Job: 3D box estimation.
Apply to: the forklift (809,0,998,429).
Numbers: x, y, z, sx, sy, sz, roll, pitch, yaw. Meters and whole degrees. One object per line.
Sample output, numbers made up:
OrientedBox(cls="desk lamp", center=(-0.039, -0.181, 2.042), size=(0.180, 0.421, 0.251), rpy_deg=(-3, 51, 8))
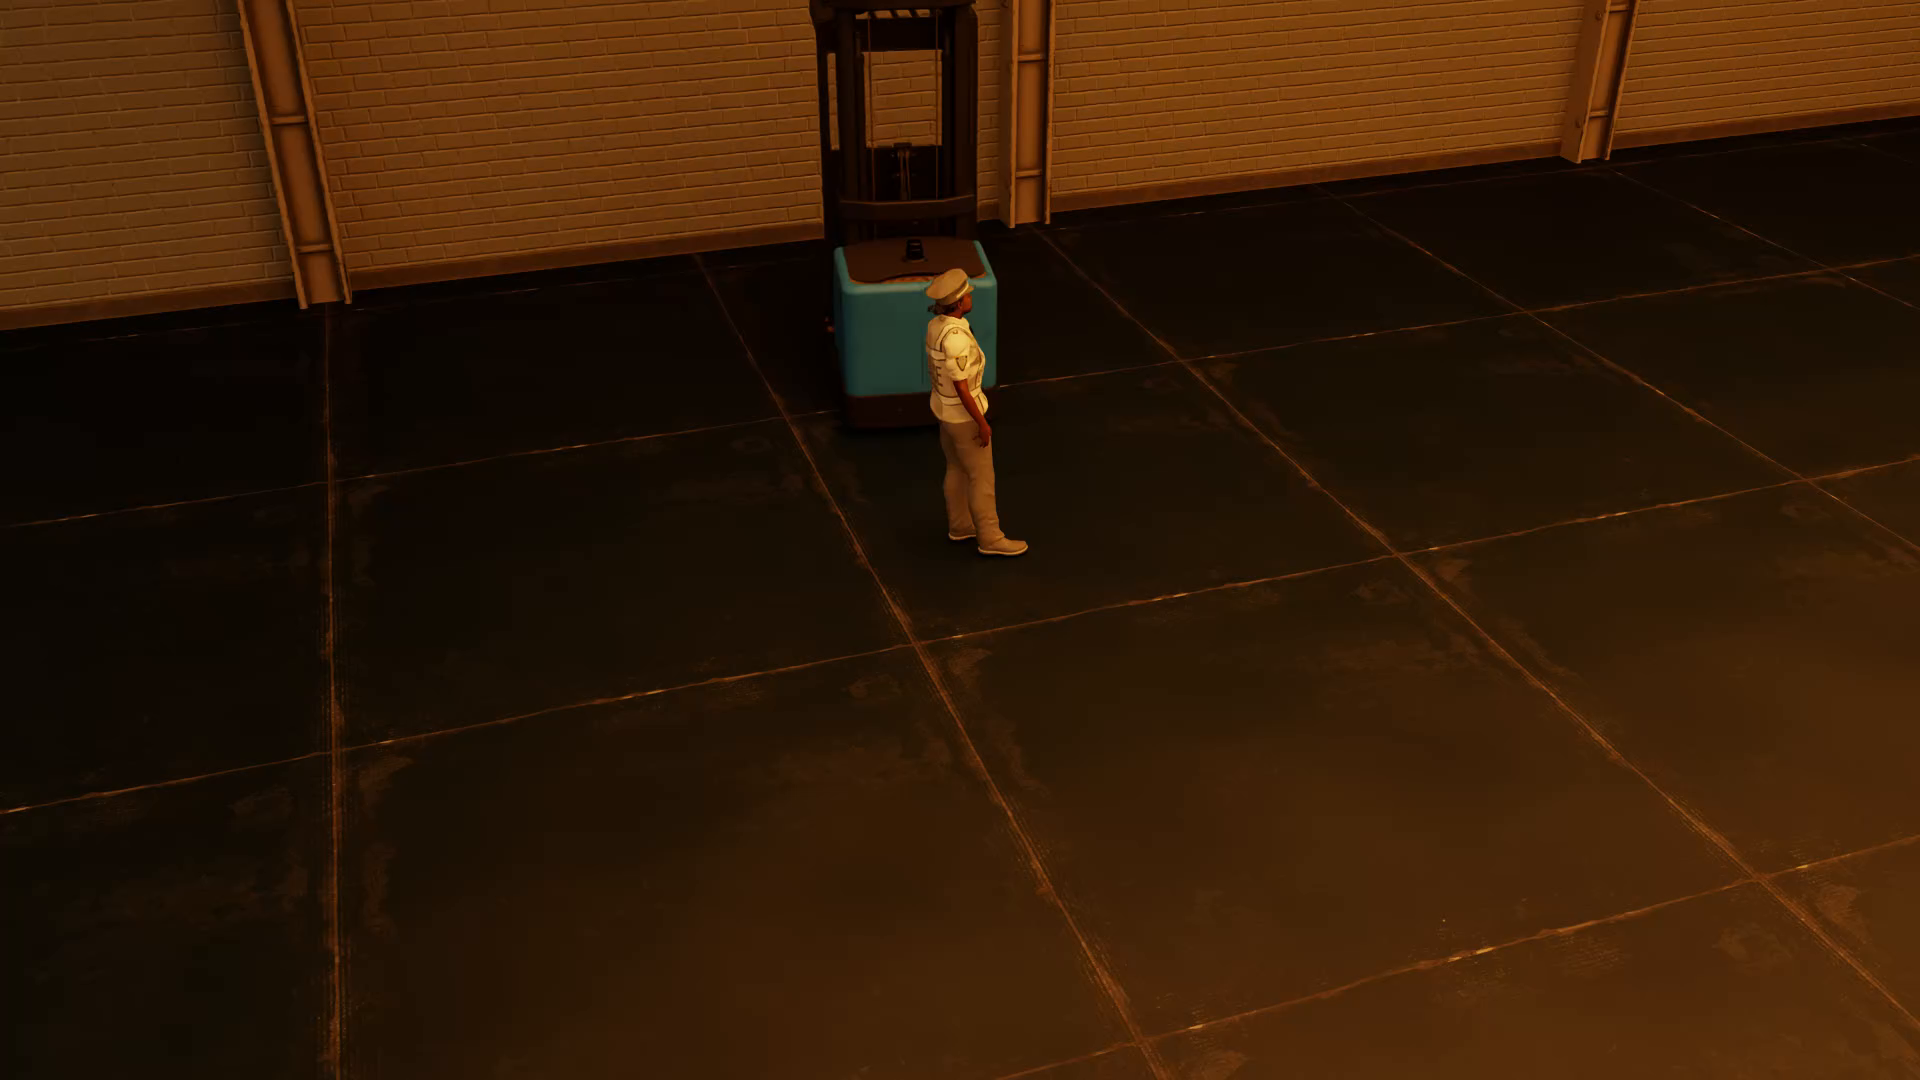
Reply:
OrientedBox(cls="forklift", center=(-0.458, -2.730, 11.832), size=(1.130, 2.935, 3.031), rpy_deg=(-4, 30, -7))

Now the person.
OrientedBox(cls="person", center=(0.078, -0.743, 9.604), size=(0.528, 1.695, 0.569), rpy_deg=(-10, 31, -16))
